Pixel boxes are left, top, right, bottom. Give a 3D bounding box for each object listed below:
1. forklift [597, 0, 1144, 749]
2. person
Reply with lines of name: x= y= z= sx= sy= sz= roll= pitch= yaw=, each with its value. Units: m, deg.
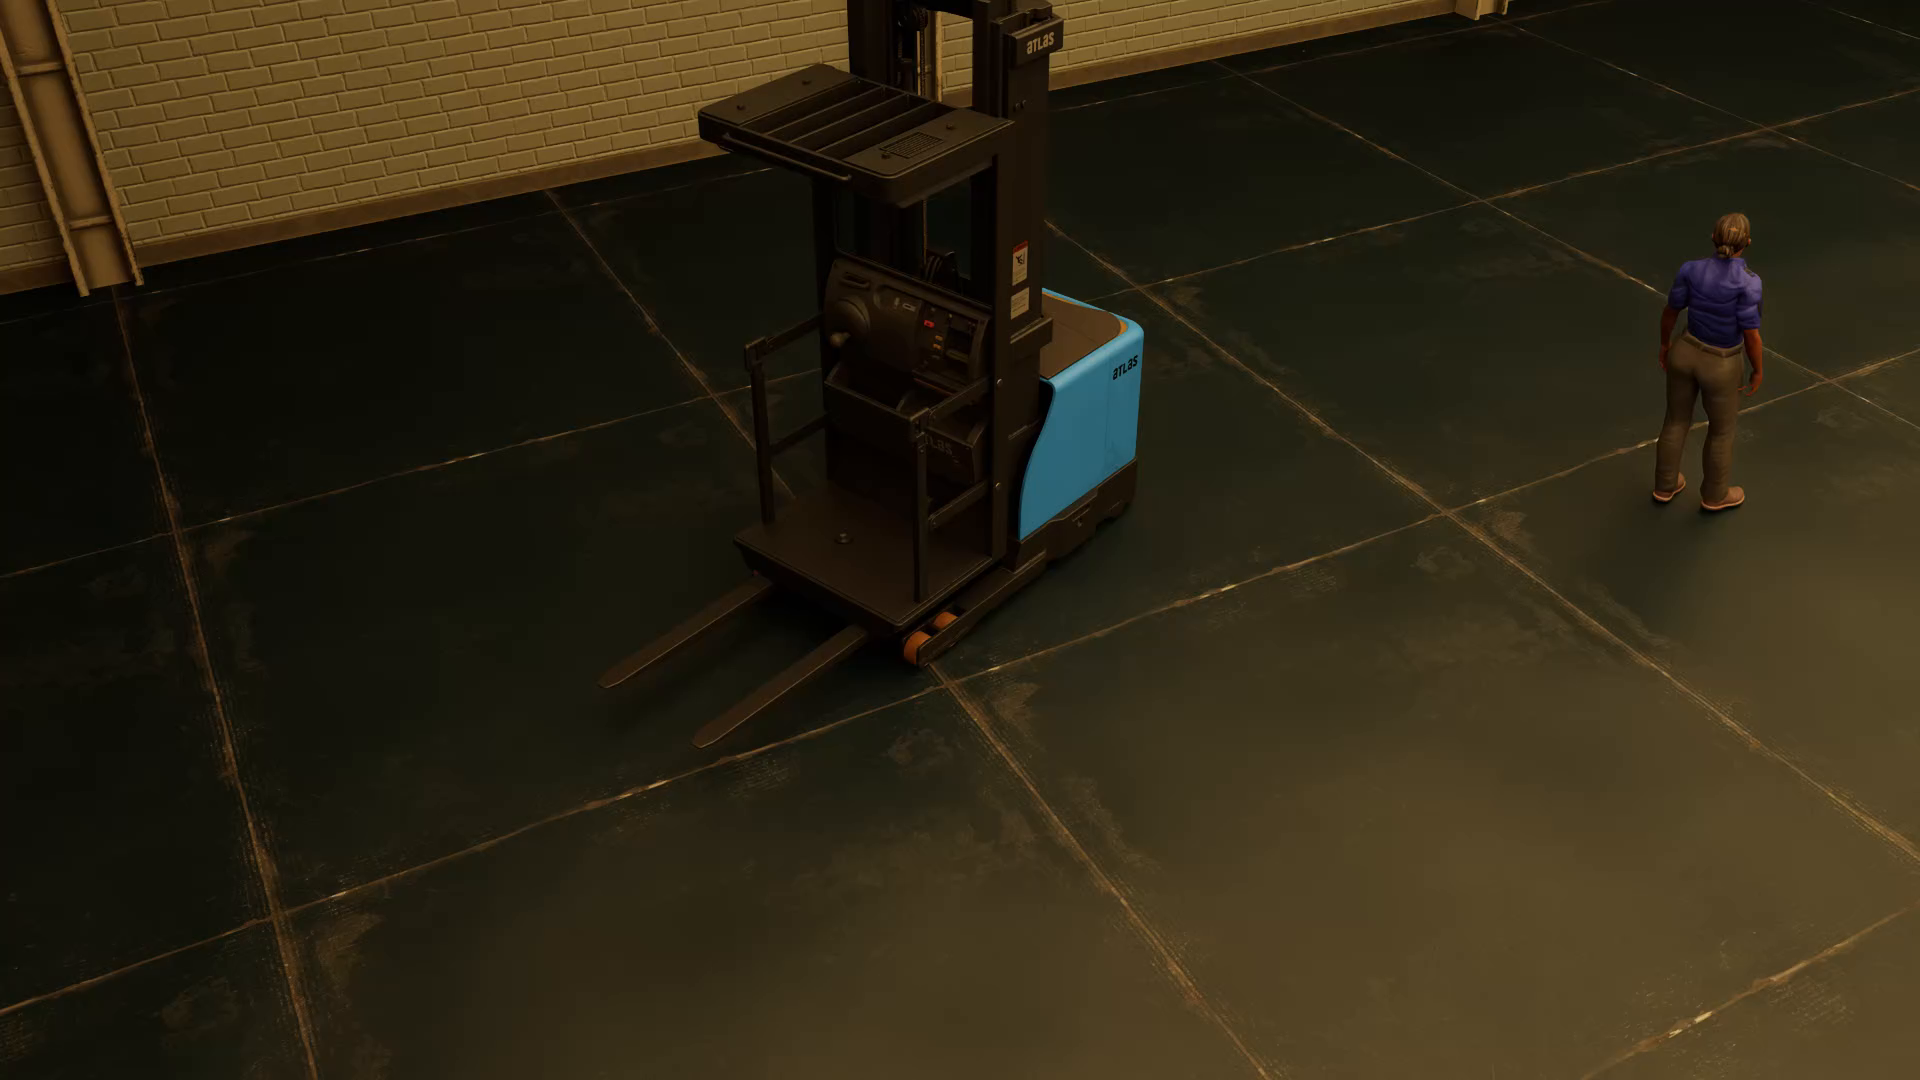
forklift: x=-0.390 y=-0.927 z=7.434 sx=1.130 sy=2.935 sz=3.031 roll=26 pitch=43 yaw=31
person: x=3.873 y=-0.922 z=8.521 sx=0.504 sy=1.654 sz=0.570 roll=-27 pitch=44 yaw=-33
